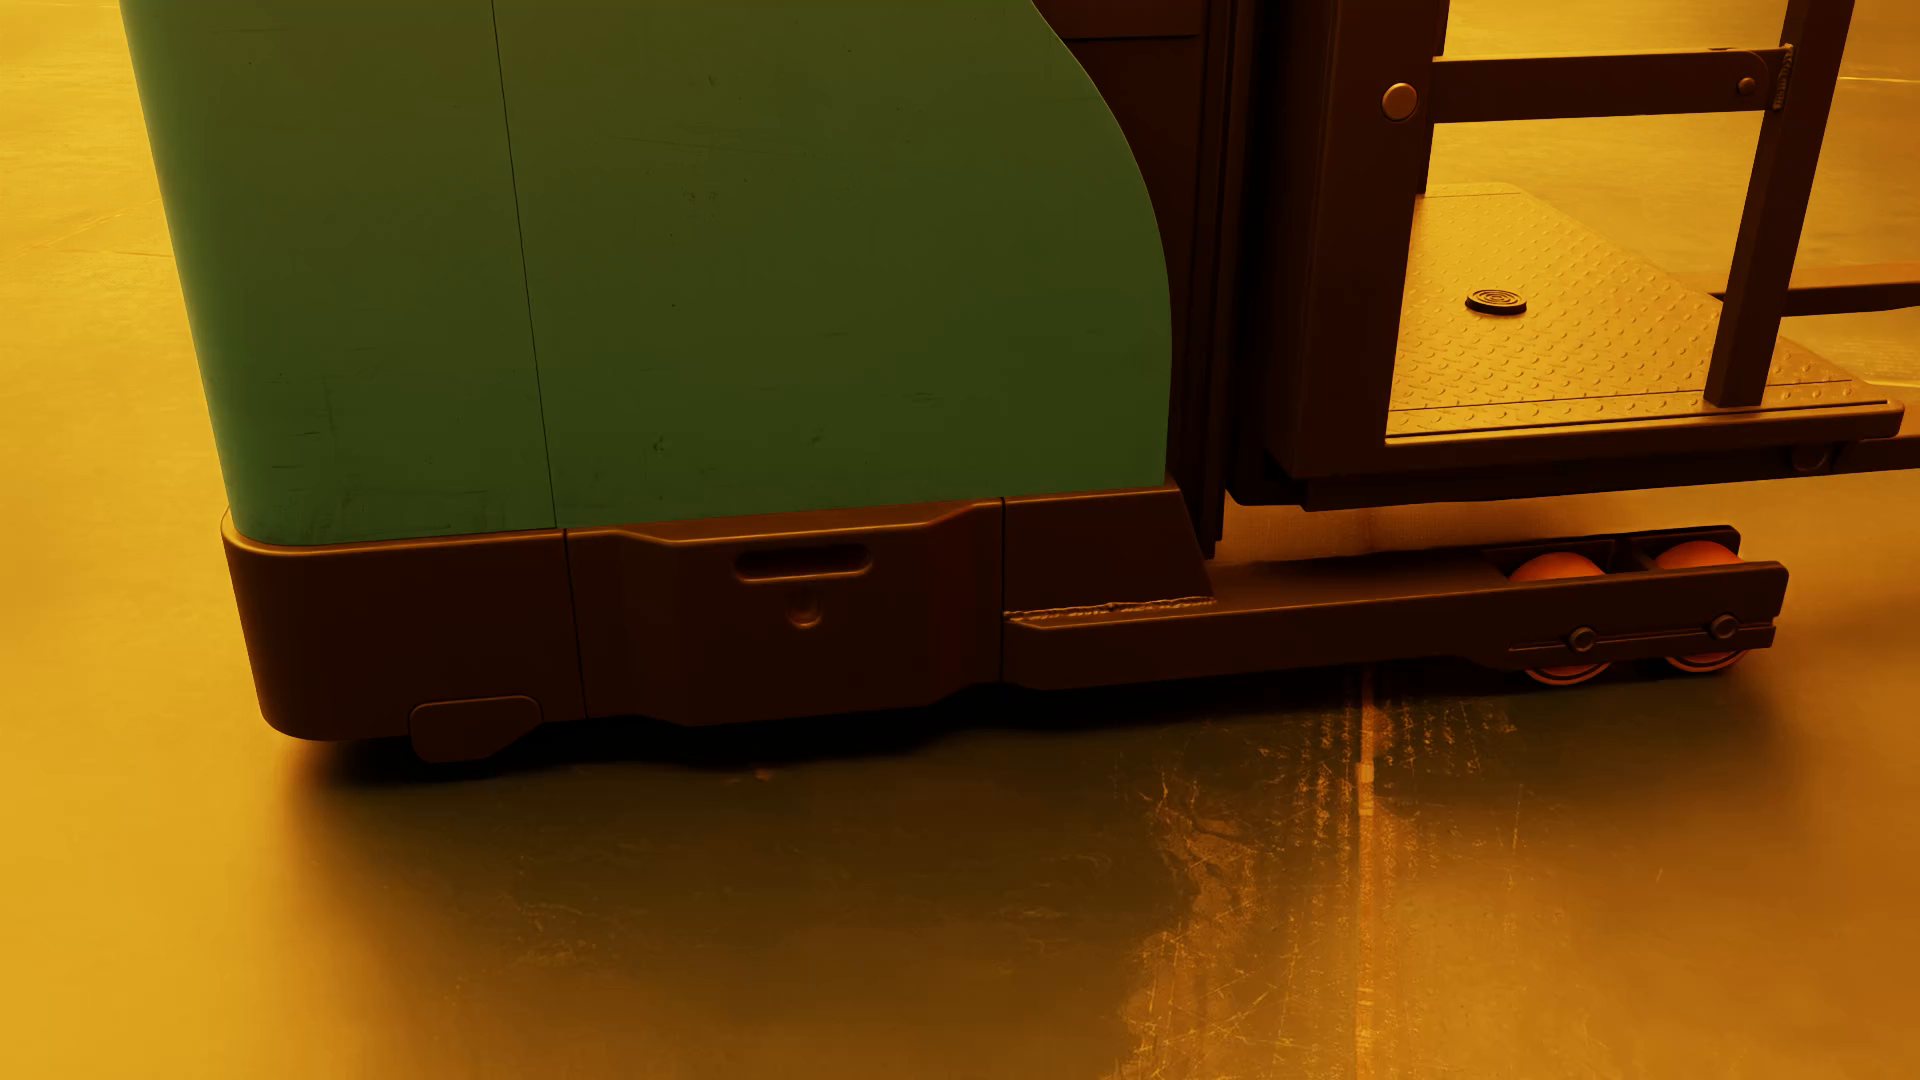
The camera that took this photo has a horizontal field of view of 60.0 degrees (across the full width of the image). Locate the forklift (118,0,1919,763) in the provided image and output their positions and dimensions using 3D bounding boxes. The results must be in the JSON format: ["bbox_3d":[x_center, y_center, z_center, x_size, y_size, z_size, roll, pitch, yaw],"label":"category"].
[{"bbox_3d":[0.600,-1.354,1.930,3.031,2.935,1.130,-4,27,-9],"label":"forklift"}]
